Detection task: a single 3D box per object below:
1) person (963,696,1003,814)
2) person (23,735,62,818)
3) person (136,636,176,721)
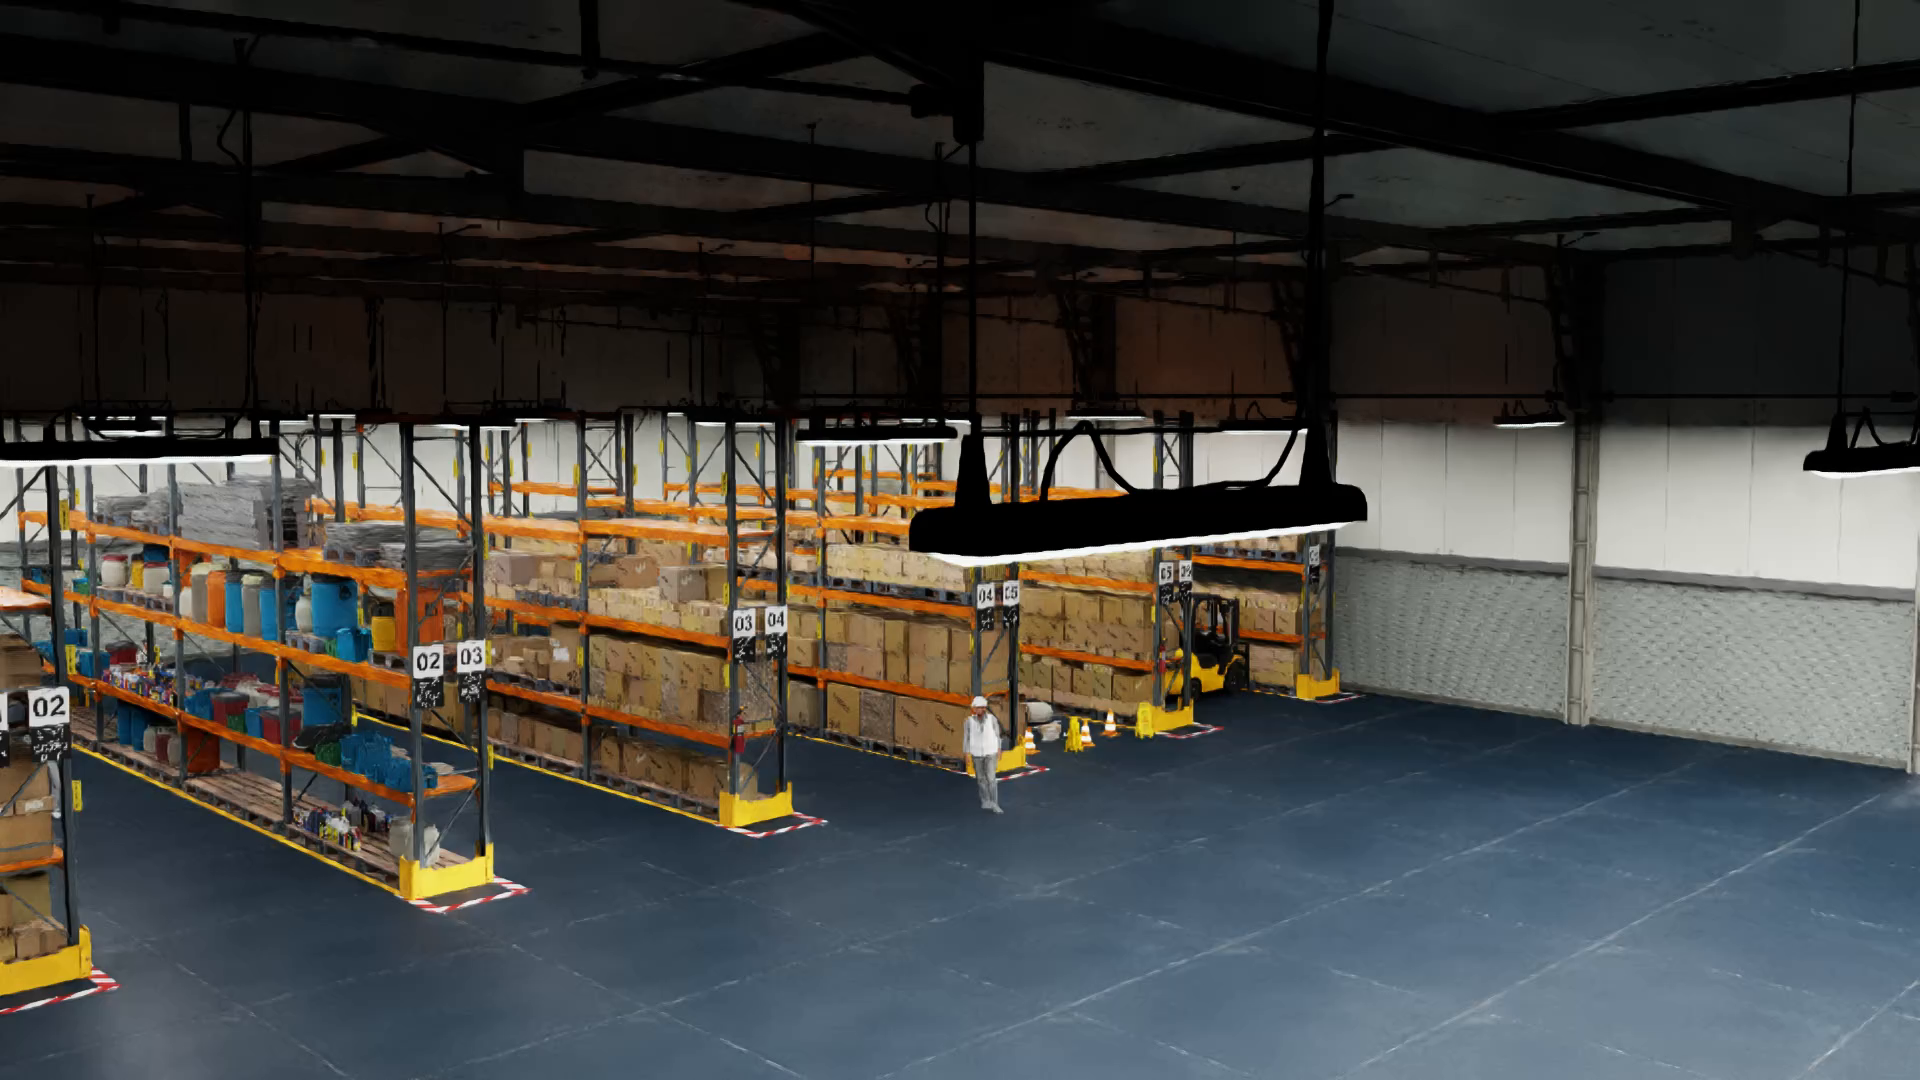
[{"bbox_3d":[0.340,3.248,25.379,0.576,1.784,0.496,1,5,9],"label":"person"},{"bbox_3d":[-13.825,3.353,25.067,0.589,1.600,0.820,-4,6,-39],"label":"person"},{"bbox_3d":[-15.582,2.687,31.974,1.036,1.707,0.532,4,6,37],"label":"person"}]
